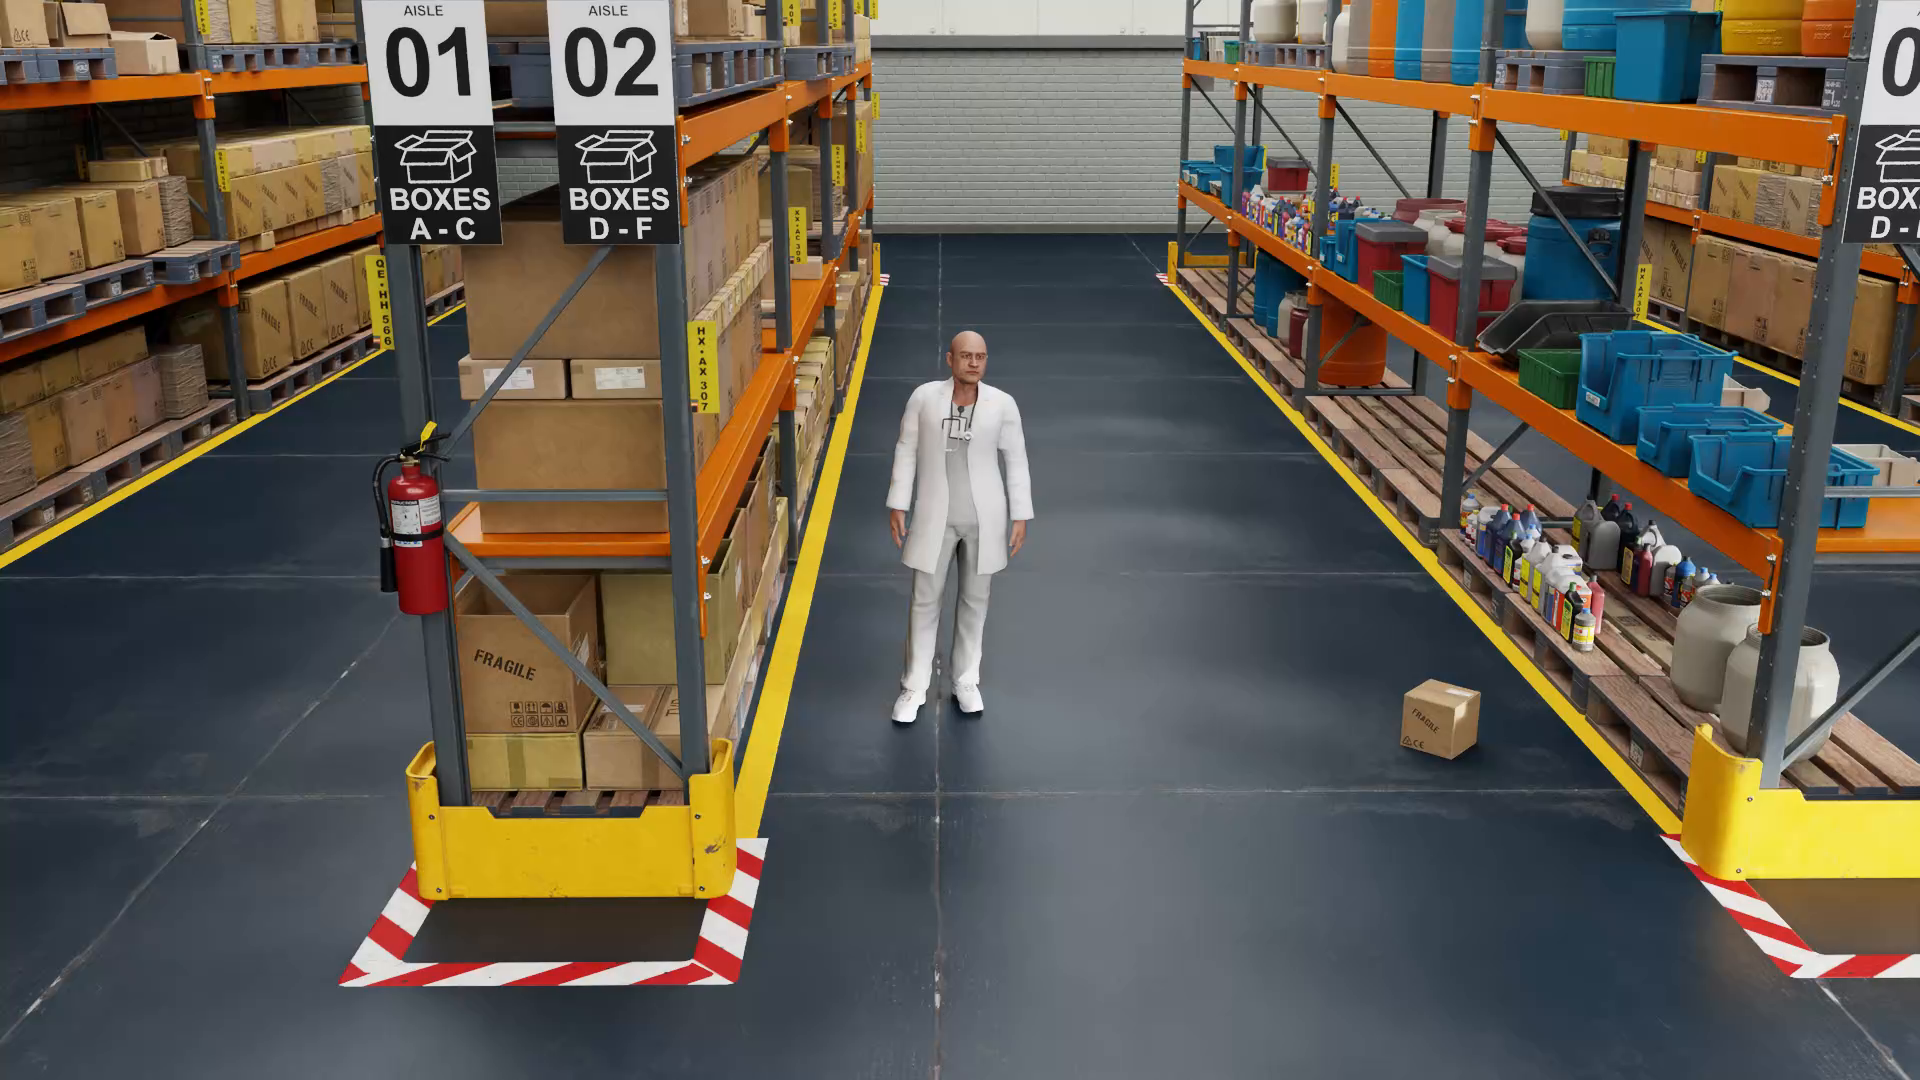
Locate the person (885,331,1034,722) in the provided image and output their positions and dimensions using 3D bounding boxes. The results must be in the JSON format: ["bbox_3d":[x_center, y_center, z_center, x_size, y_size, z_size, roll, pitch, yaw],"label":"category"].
[{"bbox_3d":[0.000,-0.065,7.753,0.697,1.775,0.581,0,17,-1],"label":"person"}]
